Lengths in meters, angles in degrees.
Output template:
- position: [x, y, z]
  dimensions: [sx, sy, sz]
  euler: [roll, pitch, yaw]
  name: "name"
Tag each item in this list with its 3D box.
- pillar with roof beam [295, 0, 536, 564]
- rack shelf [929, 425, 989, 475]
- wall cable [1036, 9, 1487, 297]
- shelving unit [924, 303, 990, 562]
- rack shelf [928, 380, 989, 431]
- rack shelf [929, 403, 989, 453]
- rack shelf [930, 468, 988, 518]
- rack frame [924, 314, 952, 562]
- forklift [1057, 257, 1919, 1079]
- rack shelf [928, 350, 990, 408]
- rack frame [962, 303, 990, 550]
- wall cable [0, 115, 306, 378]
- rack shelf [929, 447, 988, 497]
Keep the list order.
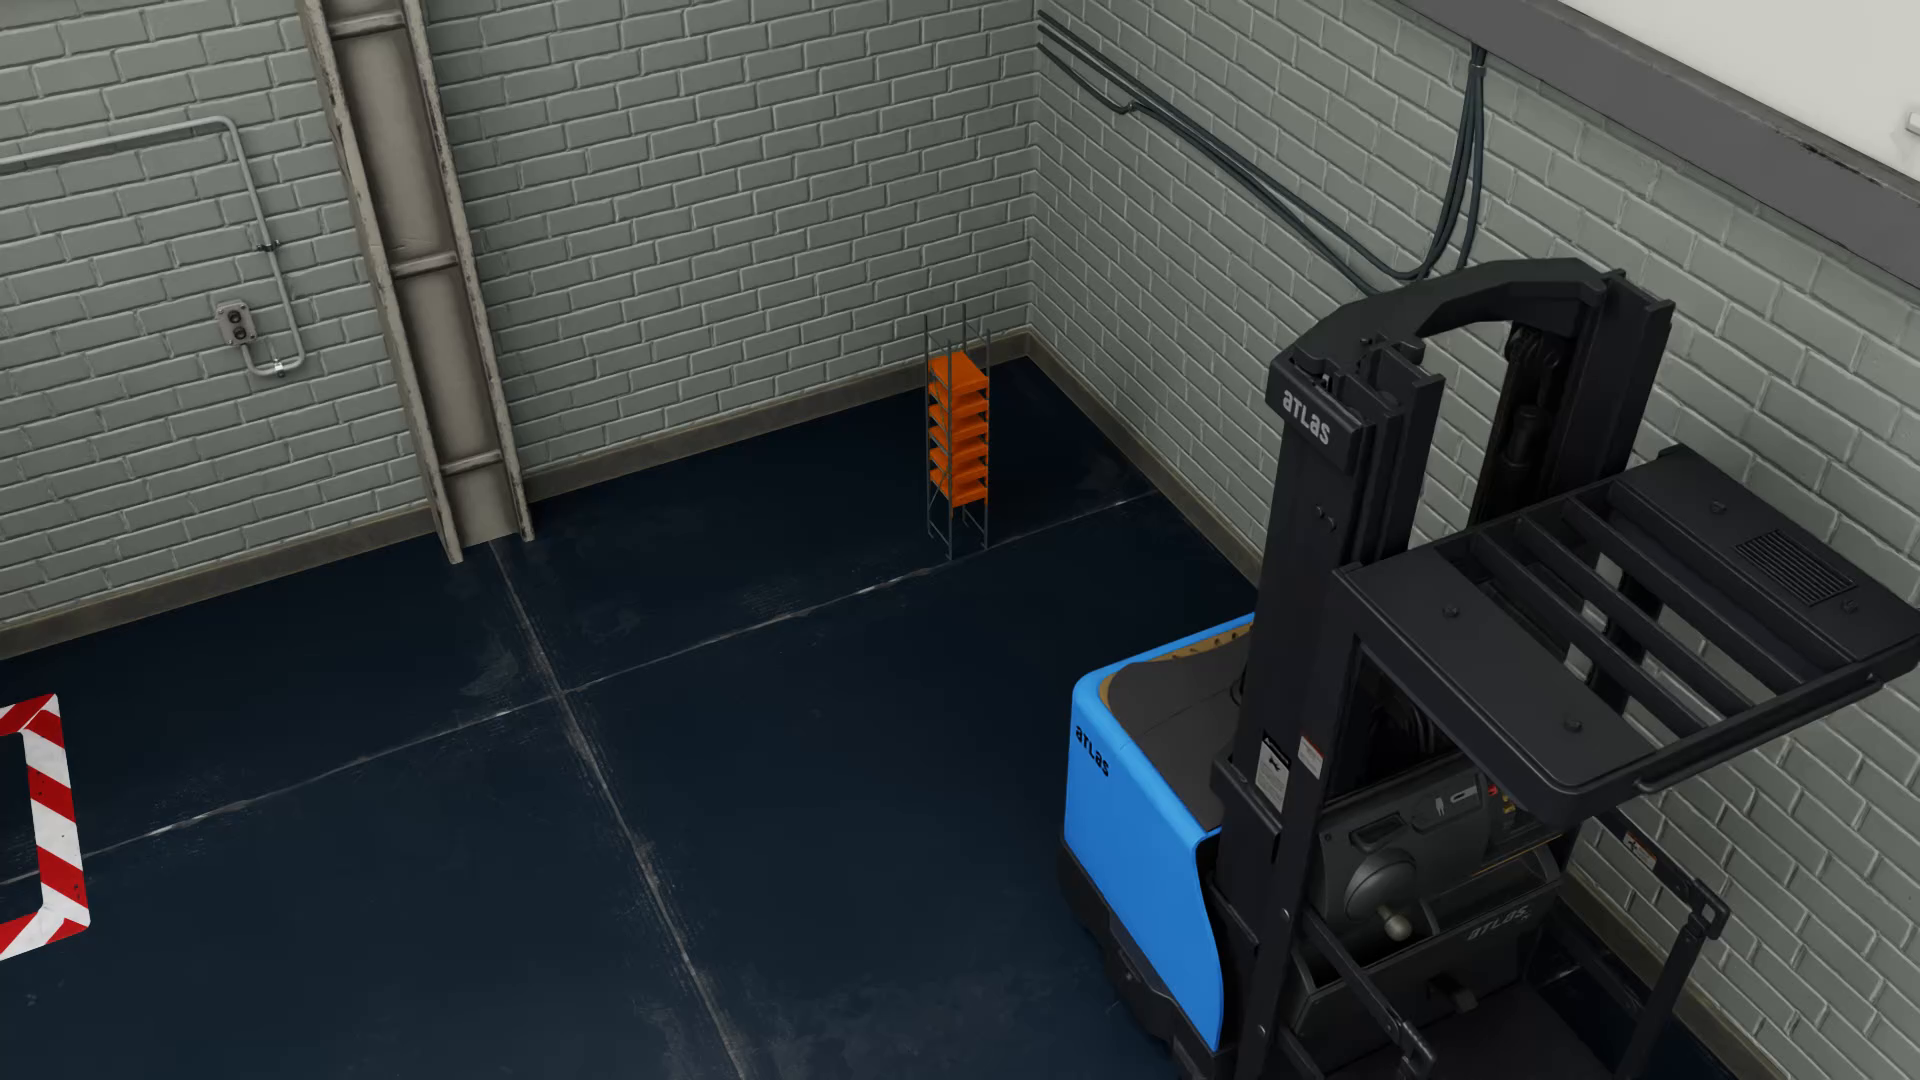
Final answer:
- position: [-0.232, -1.003, 1.958]
  dimensions: [0.400, 9.000, 9.100]
  euler: [-19, 44, -21]
  name: "pillar with roof beam"
- position: [-0.013, -0.420, 7.375]
  dimensions: [0.180, 0.103, 0.258]
  euler: [-19, 44, -21]
  name: "rack shelf"
- position: [0.966, -2.466, 6.090]
  dimensions: [0.112, 2.526, 3.097]
  euler: [-19, 44, -21]
  name: "wall cable"
- position: [-0.013, -0.454, 7.346]
  dimensions: [0.189, 1.200, 0.258]
  euler: [-19, 44, -21]
  name: "shelving unit"
- position: [-0.013, -0.603, 7.220]
  dimensions: [0.180, 0.103, 0.258]
  euler: [-19, 44, -21]
  name: "rack shelf"
- position: [-0.013, -0.511, 7.297]
  dimensions: [0.180, 0.103, 0.258]
  euler: [-19, 44, -21]
  name: "rack shelf"
- position: [-0.013, -0.237, 7.530]
  dimensions: [0.180, 0.103, 0.258]
  euler: [-19, 44, -21]
  name: "rack shelf"
- position: [-0.094, -0.426, 7.314]
  dimensions: [0.006, 1.200, 0.240]
  euler: [-19, 44, -21]
  name: "rack frame"
- position: [1.472, 0.871, 4.441]
  dimensions: [1.130, 2.935, 3.031]
  euler: [-18, 43, -20]
  name: "forklift"
- position: [-0.013, -0.694, 7.142]
  dimensions: [0.180, 0.103, 0.258]
  euler: [-19, 44, -21]
  name: "rack shelf"
- position: [0.068, -0.481, 7.378]
  dimensions: [0.006, 1.200, 0.240]
  euler: [-19, 44, -21]
  name: "rack frame"
- position: [-3.517, -1.190, 6.037]
  dimensions: [1.851, 1.984, 0.084]
  euler: [-19, 44, -21]
  name: "wall cable"
- position: [-0.013, -0.328, 7.452]
  dimensions: [0.180, 0.103, 0.258]
  euler: [-19, 44, -21]
  name: "rack shelf"
